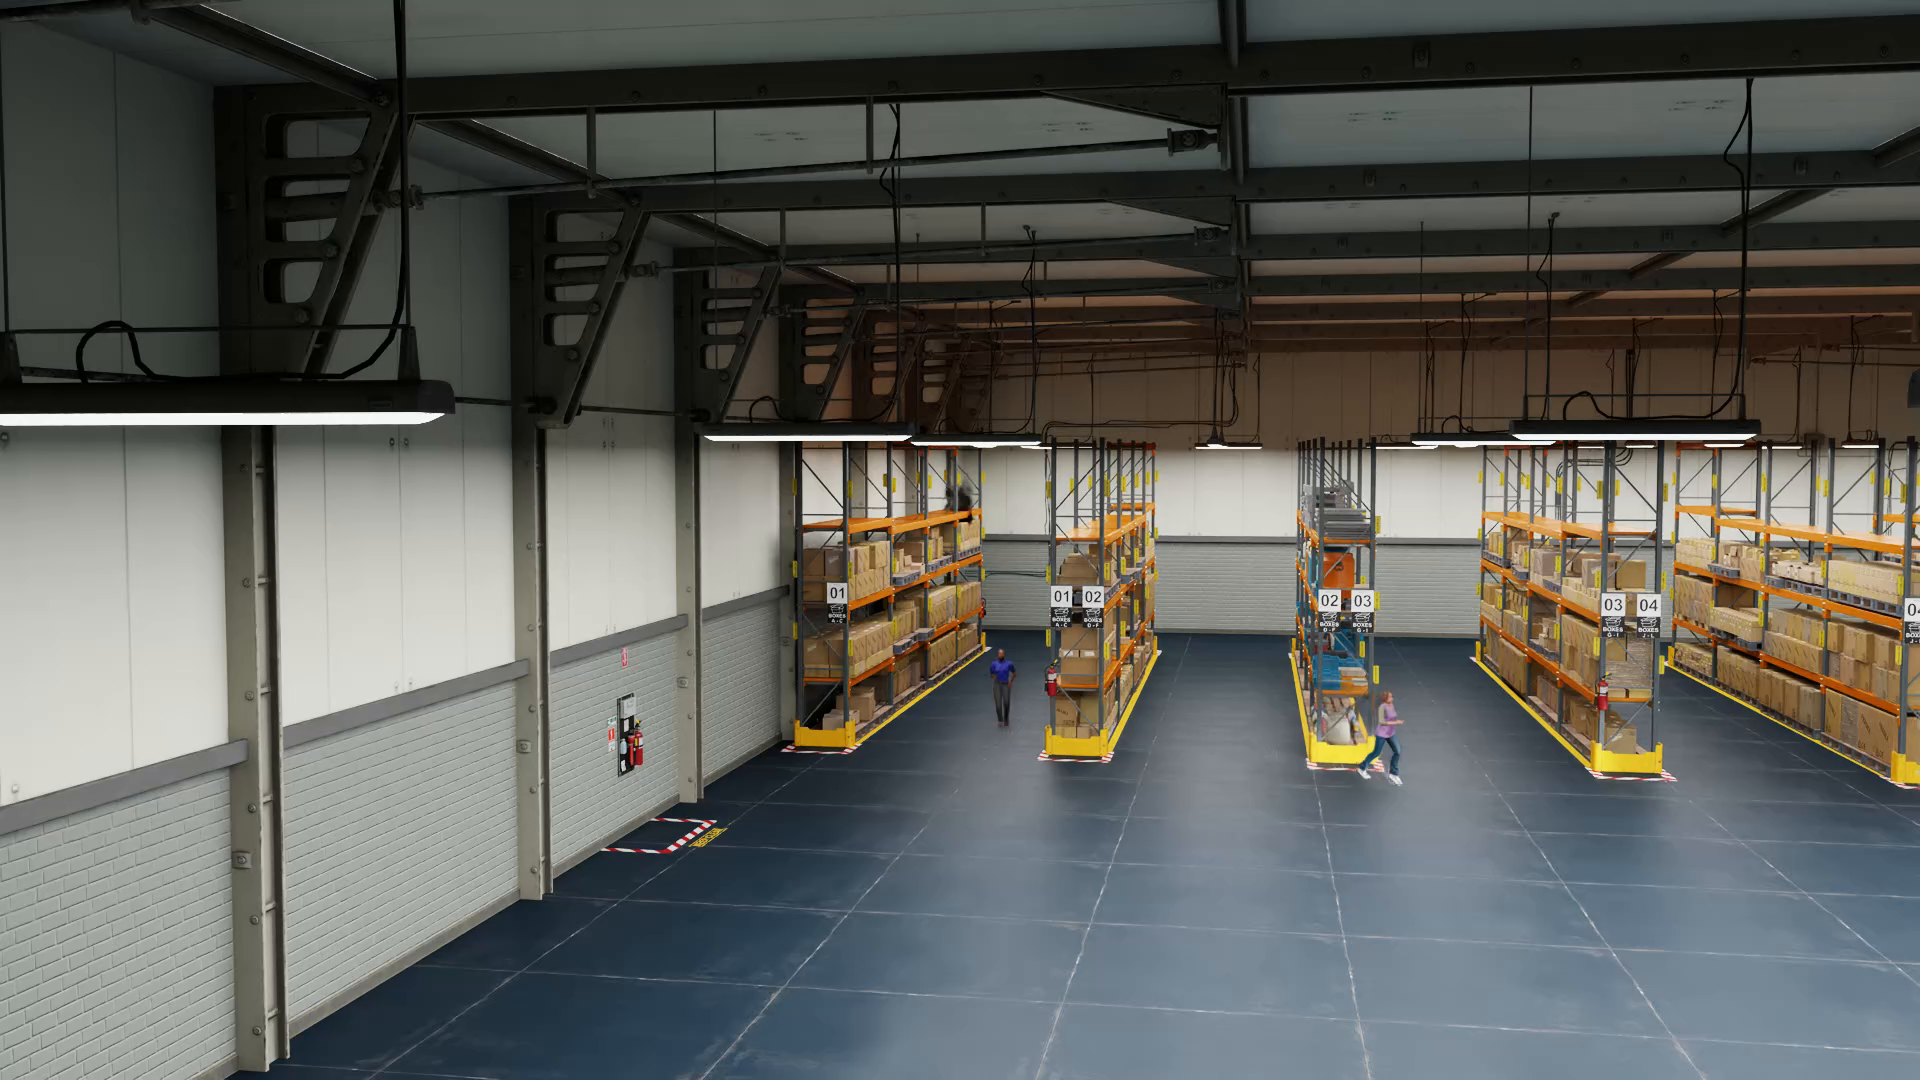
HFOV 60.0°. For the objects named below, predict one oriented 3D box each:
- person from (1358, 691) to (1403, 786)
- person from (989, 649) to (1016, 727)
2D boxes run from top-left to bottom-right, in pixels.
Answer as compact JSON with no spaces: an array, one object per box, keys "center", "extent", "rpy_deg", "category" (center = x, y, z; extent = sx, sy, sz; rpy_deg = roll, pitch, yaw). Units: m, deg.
[{"center":[7.315,3.402,28.744],"extent":[0.547,1.632,0.845],"rpy_deg":[-3,4,-42],"category":"person"},{"center":[0.875,3.080,34.498],"extent":[0.561,1.636,0.589],"rpy_deg":[0,3,5],"category":"person"}]
